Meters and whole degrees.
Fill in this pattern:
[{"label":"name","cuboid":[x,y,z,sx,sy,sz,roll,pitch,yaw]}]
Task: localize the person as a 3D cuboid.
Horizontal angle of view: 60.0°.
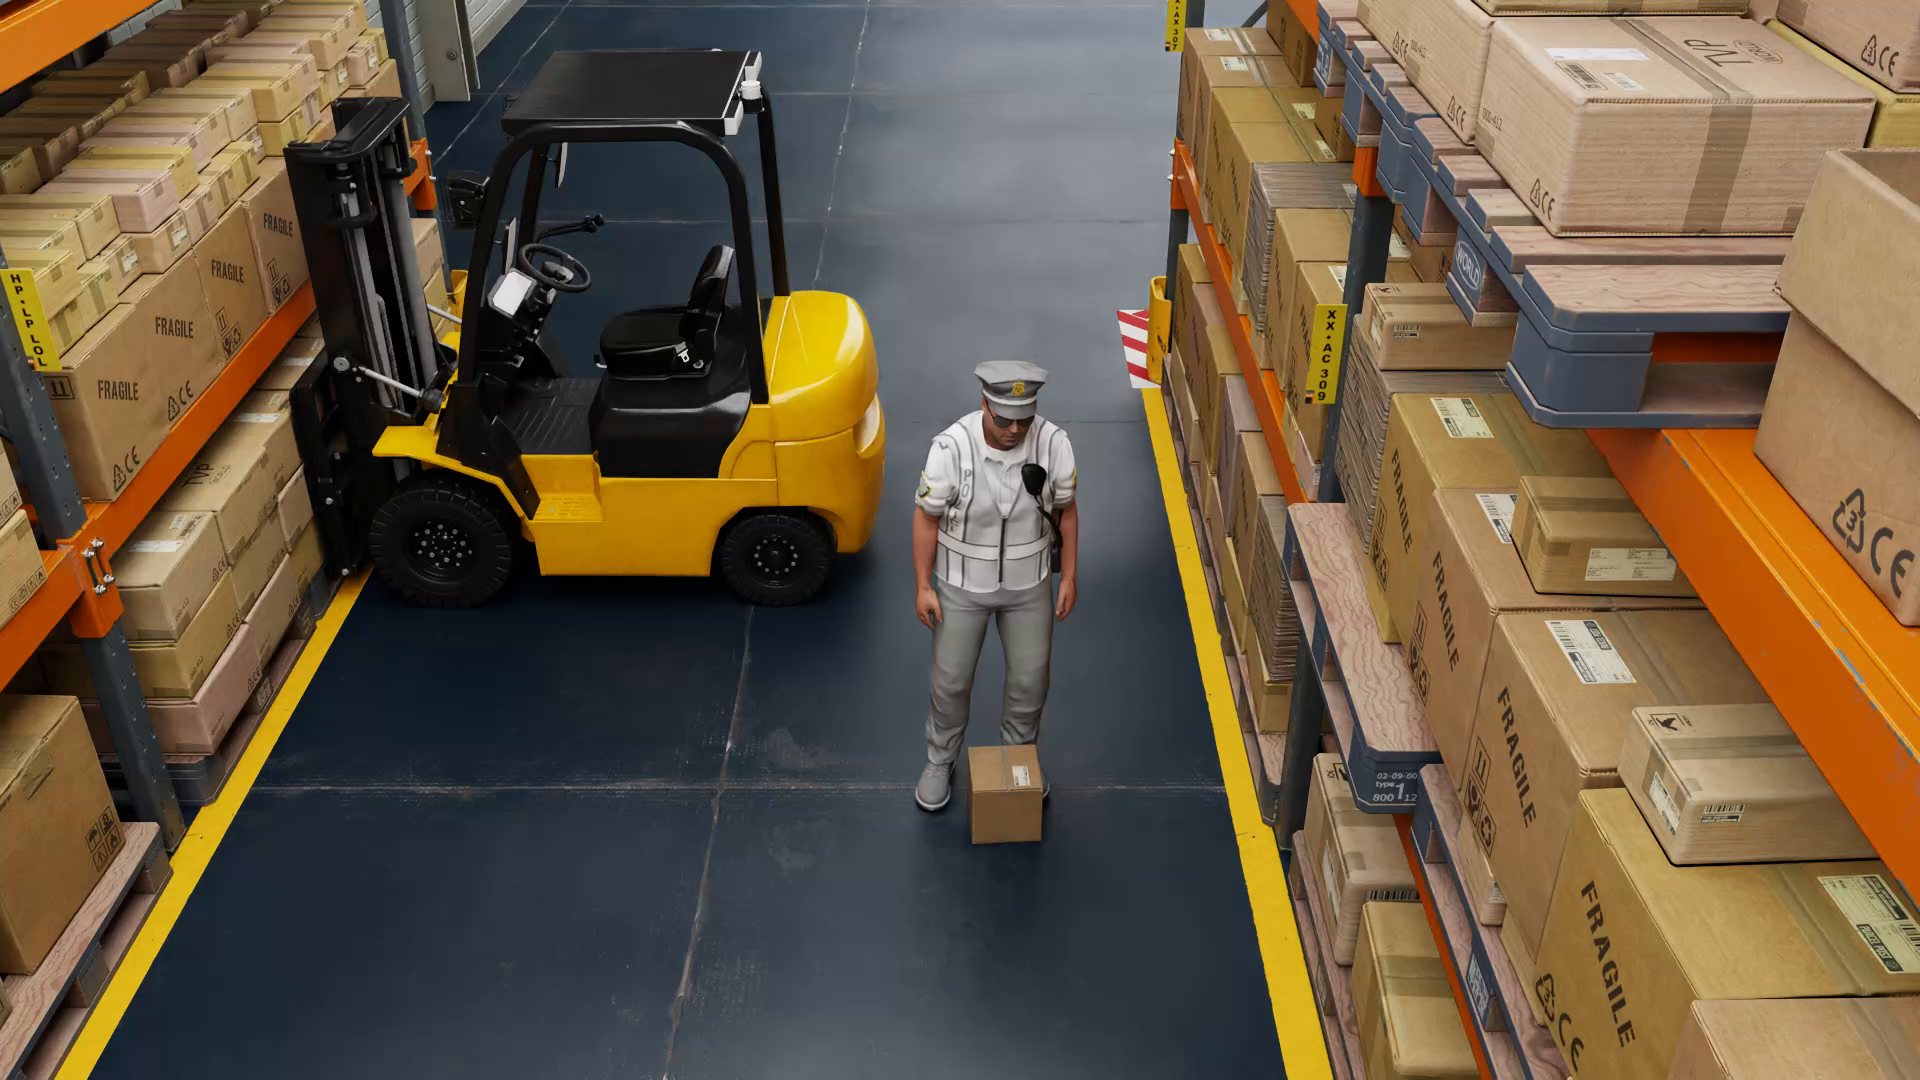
[{"label":"person","cuboid":[0.119,0.140,5.897,0.607,1.747,0.438,-4,32,-6]}]
